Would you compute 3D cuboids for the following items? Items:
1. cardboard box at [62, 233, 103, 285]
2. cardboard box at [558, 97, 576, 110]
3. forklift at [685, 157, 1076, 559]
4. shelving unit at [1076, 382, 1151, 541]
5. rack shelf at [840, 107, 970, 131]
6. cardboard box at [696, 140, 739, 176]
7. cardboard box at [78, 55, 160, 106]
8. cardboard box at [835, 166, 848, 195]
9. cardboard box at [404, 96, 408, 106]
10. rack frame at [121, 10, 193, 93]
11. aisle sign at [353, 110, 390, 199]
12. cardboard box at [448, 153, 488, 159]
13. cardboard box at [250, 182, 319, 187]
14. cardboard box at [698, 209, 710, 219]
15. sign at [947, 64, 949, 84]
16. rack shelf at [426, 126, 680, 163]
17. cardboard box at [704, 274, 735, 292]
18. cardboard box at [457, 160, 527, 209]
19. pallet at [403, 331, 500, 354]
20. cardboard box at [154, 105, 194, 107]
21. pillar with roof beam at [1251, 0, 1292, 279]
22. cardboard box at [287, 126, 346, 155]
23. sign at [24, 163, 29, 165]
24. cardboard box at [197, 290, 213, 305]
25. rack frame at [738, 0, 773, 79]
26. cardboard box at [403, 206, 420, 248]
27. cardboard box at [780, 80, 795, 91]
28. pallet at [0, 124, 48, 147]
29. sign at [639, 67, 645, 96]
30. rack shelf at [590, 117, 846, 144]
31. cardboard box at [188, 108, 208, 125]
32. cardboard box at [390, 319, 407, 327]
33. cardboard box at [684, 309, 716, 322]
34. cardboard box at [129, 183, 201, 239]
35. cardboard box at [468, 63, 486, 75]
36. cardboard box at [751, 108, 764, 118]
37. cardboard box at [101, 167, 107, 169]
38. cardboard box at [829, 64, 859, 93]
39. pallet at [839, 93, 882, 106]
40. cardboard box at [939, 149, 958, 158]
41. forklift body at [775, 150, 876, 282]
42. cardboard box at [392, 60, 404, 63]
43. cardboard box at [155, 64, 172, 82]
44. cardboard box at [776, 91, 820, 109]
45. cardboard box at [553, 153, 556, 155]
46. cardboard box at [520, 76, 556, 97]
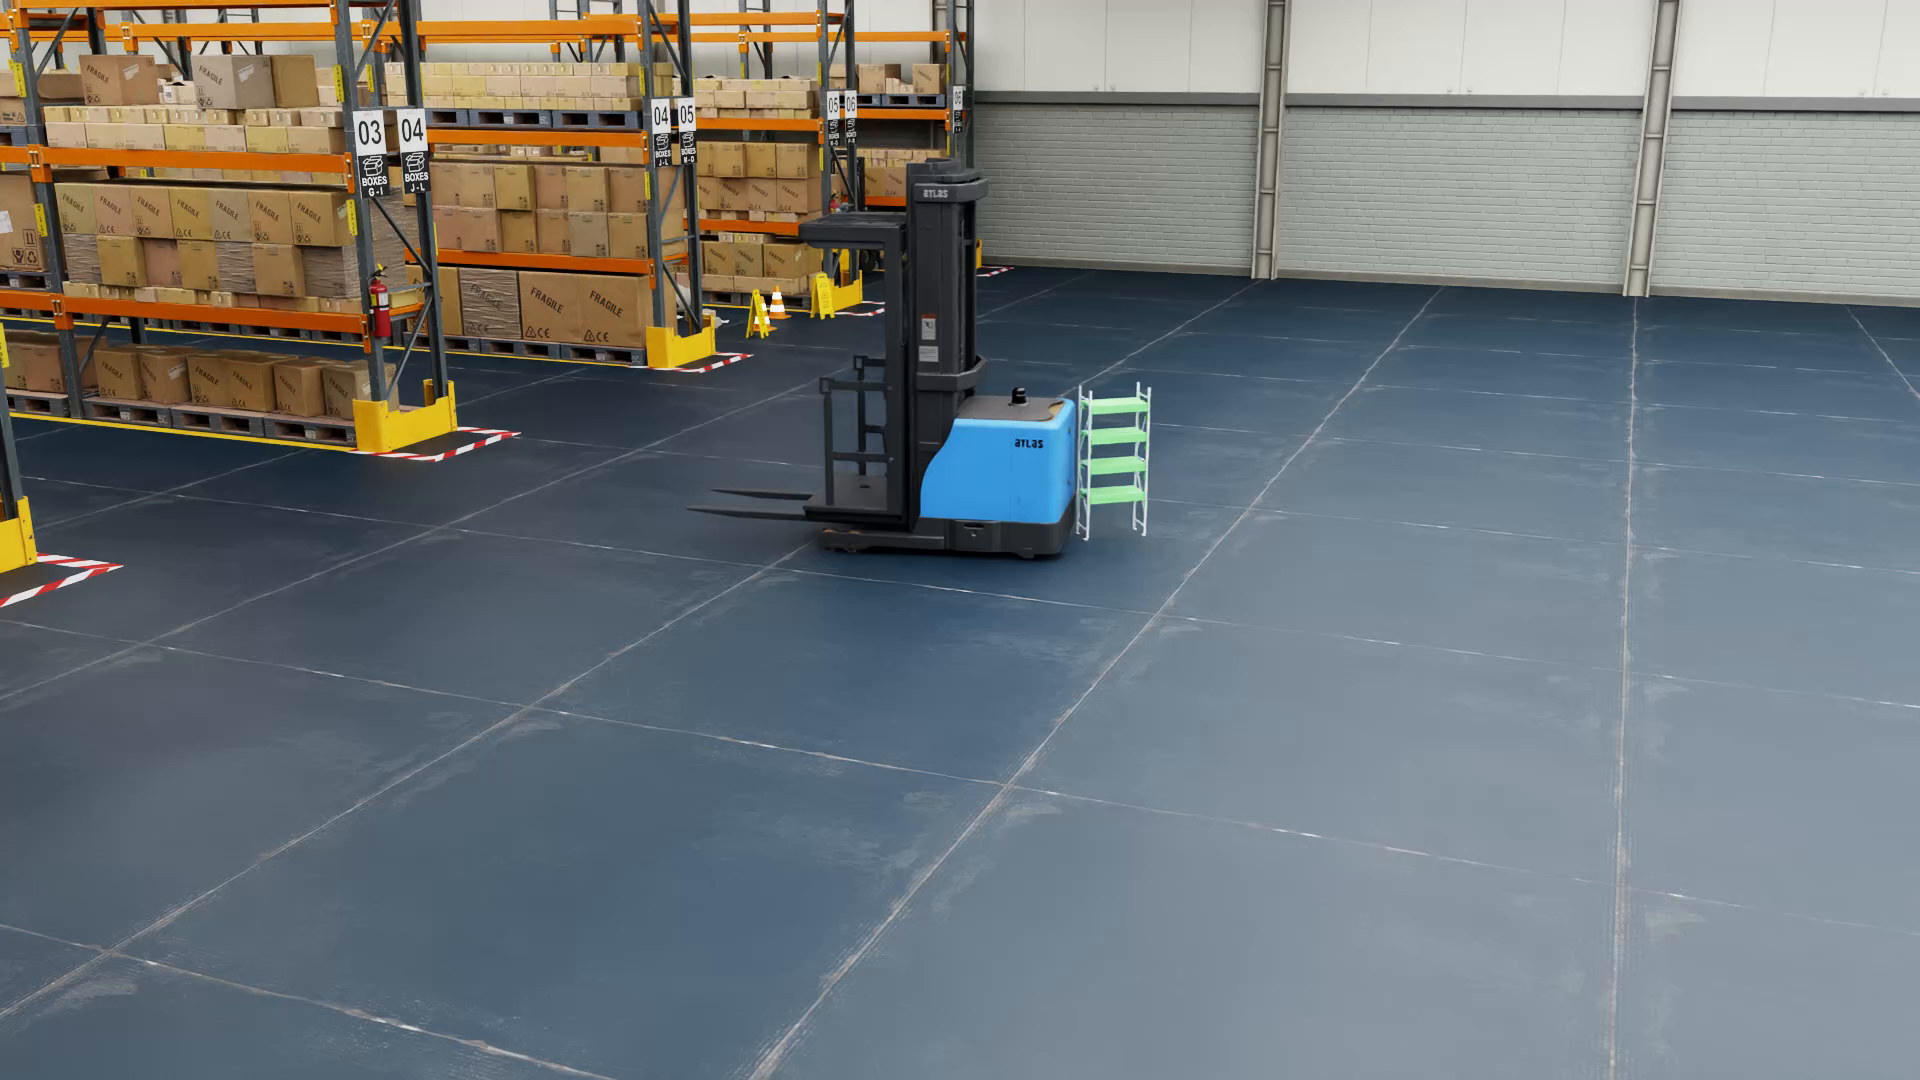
[{"bbox_3d":[-8.768,-2.975,17.329,0.500,0.500,0.875,6,17,21],"label":"cardboard box"},{"bbox_3d":[-4.671,-5.307,20.212,0.250,0.149,0.380,6,17,21],"label":"cardboard box"},{"bbox_3d":[-0.642,-1.451,12.915,3.031,2.935,1.130,3,17,11],"label":"forklift"},{"bbox_3d":[1.210,-0.621,13.162,0.503,1.200,0.258,-5,17,-16],"label":"shelving unit"},{"bbox_3d":[-1.849,-7.595,29.865,4.000,0.370,1.077,6,17,21],"label":"rack shelf"},{"bbox_3d":[-3.755,-5.840,25.405,0.500,0.500,0.700,6,17,20],"label":"cardboard box"},{"bbox_3d":[-8.651,-4.738,17.124,0.500,0.500,0.500,6,17,19],"label":"cardboard box"},{"bbox_3d":[-1.971,-6.482,29.941,0.500,0.500,0.500,6,17,21],"label":"cardboard box"},{"bbox_3d":[-6.794,-5.541,21.017,0.250,0.149,0.380,6,17,21],"label":"cardboard box"},{"bbox_3d":[-10.971,-7.413,22.567,0.127,3.000,1.000,6,17,21],"label":"rack frame"},{"bbox_3d":[-5.495,-3.602,15.537,0.004,0.787,0.394,6,17,21],"label":"aisle sign"},{"bbox_3d":[-7.931,-6.008,27.023,0.500,0.500,0.500,7,17,22],"label":"cardboard box"},{"bbox_3d":[-6.782,-3.339,16.789,0.500,0.500,0.500,6,17,21],"label":"cardboard box"},{"bbox_3d":[-3.921,-5.029,25.566,0.250,0.149,0.380,6,17,20],"label":"cardboard box"},{"bbox_3d":[-0.201,-7.984,28.467,0.005,0.325,0.100,6,17,21],"label":"sign"},{"bbox_3d":[-5.389,-5.013,20.971,4.000,0.370,1.077,6,17,21],"label":"rack shelf"},{"bbox_3d":[-3.625,-4.009,25.780,0.500,0.250,0.500,6,17,19],"label":"cardboard box"},{"bbox_3d":[-5.913,-4.549,21.259,0.550,0.550,0.875,6,17,21],"label":"cardboard box"},{"bbox_3d":[-6.571,-2.685,22.045,1.213,0.211,1.003,6,17,21],"label":"pallet"},{"bbox_3d":[-8.009,-4.372,17.028,0.250,0.149,0.380,6,17,19],"label":"cardboard box"},{"bbox_3d":[3.696,-7.751,23.732,0.400,9.000,9.100,6,17,21],"label":"pillar with roof beam"},{"bbox_3d":[-5.984,-3.789,15.734,0.500,0.250,0.500,7,17,22],"label":"cardboard box"},{"bbox_3d":[-16.900,-6.955,30.055,0.005,0.325,0.100,6,17,21],"label":"sign"},{"bbox_3d":[-7.424,-2.462,16.725,0.250,0.149,0.380,6,17,21],"label":"cardboard box"},{"bbox_3d":[-3.710,-9.585,30.051,0.127,3.000,1.000,6,17,21],"label":"rack frame"},{"bbox_3d":[-6.902,-4.160,21.854,0.550,0.550,0.875,6,17,21],"label":"cardboard box"},{"bbox_3d":[-2.455,-6.705,24.528,0.250,0.149,0.380,7,17,22],"label":"cardboard box"},{"bbox_3d":[-9.699,-4.288,17.519,1.003,0.211,1.213,6,17,21],"label":"pallet"},{"bbox_3d":[-3.741,-5.402,19.574,0.005,0.325,0.100,6,17,21],"label":"sign"},{"bbox_3d":[-3.667,-6.307,25.429,4.000,0.370,1.077,6,17,21],"label":"rack shelf"},{"bbox_3d":[-7.261,-4.120,16.158,0.250,0.149,0.380,5,17,18],"label":"cardboard box"},{"bbox_3d":[-7.860,-3.284,22.387,0.750,0.750,1.050,6,17,20],"label":"cardboard box"},{"bbox_3d":[-3.766,-3.248,24.097,0.380,0.149,0.250,-12,20,-37],"label":"cardboard box"},{"bbox_3d":[-7.908,-3.303,16.666,0.500,0.500,0.500,6,17,21],"label":"cardboard box"},{"bbox_3d":[-5.851,-5.820,20.548,0.250,0.149,0.380,6,17,21],"label":"cardboard box"},{"bbox_3d":[-2.930,-6.387,24.866,0.250,0.149,0.380,6,17,21],"label":"cardboard box"},{"bbox_3d":[-14.930,-6.421,29.730,0.500,0.500,0.500,7,18,22],"label":"cardboard box"},{"bbox_3d":[-1.936,-8.218,29.602,0.637,0.503,0.797,7,18,22],"label":"cardboard box"},{"bbox_3d":[-1.776,-7.897,29.773,1.213,0.211,1.003,6,17,21],"label":"pallet"},{"bbox_3d":[-0.223,-6.887,29.641,0.250,0.149,0.380,6,17,20],"label":"cardboard box"},{"bbox_3d":[-2.422,-5.608,28.635,1.214,2.155,2.313,6,17,21],"label":"forklift body"},{"bbox_3d":[-11.000,-9.313,32.733,0.258,0.266,0.396,6,17,20],"label":"cardboard box"},{"bbox_3d":[-14.236,-8.104,29.212,0.637,0.503,0.797,8,18,25],"label":"cardboard box"},{"bbox_3d":[-2.381,-6.501,24.543,0.500,0.250,0.500,6,17,20],"label":"cardboard box"},{"bbox_3d":[-6.779,-6.037,27.121,0.500,0.500,0.500,6,17,20],"label":"cardboard box"},{"bbox_3d":[-5.018,-5.555,20.351,0.500,0.250,0.500,6,17,20],"label":"cardboard box"}]
